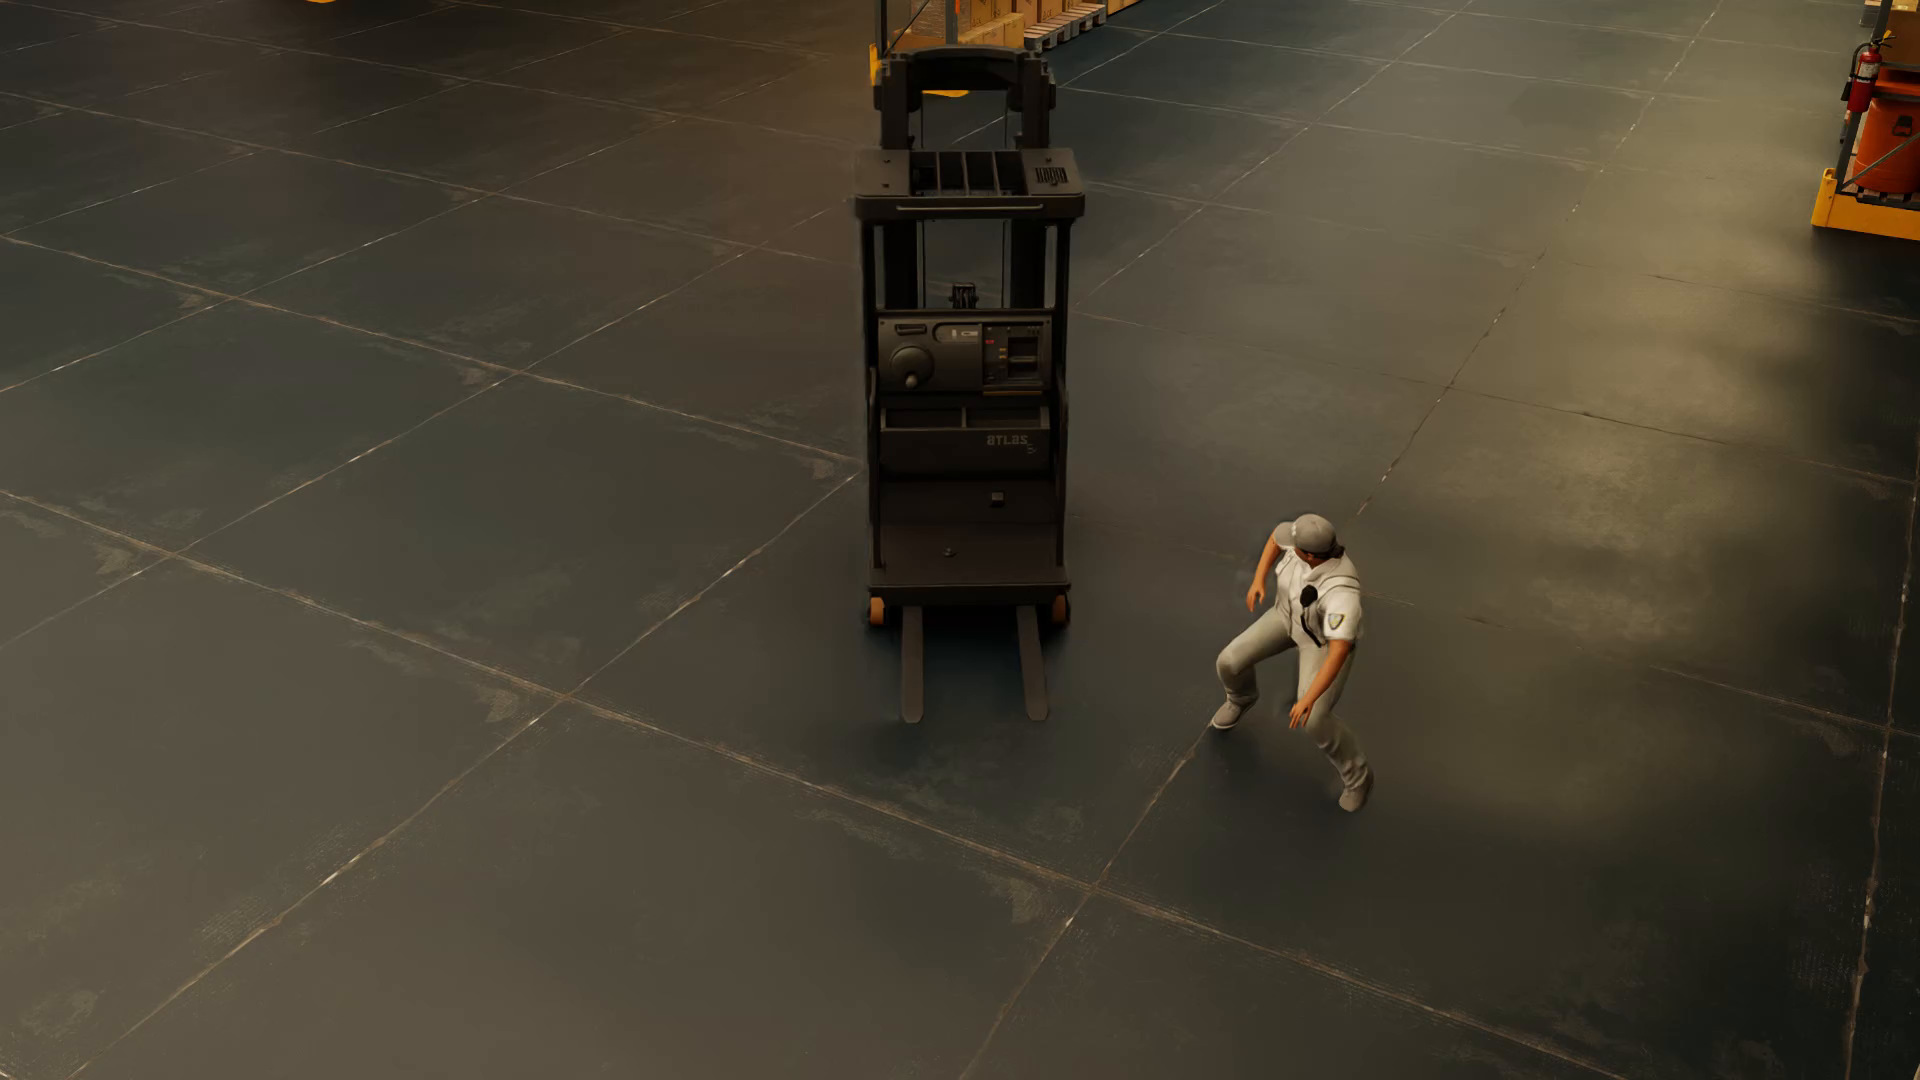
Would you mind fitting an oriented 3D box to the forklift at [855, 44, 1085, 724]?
[{"bbox_3d":[0.037,-0.954,8.724,1.130,2.935,3.031,-1,30,-1],"label":"forklift"}]

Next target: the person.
[{"bbox_3d":[1.619,0.506,7.778,0.778,1.452,0.882,-20,36,-31],"label":"person"}]
